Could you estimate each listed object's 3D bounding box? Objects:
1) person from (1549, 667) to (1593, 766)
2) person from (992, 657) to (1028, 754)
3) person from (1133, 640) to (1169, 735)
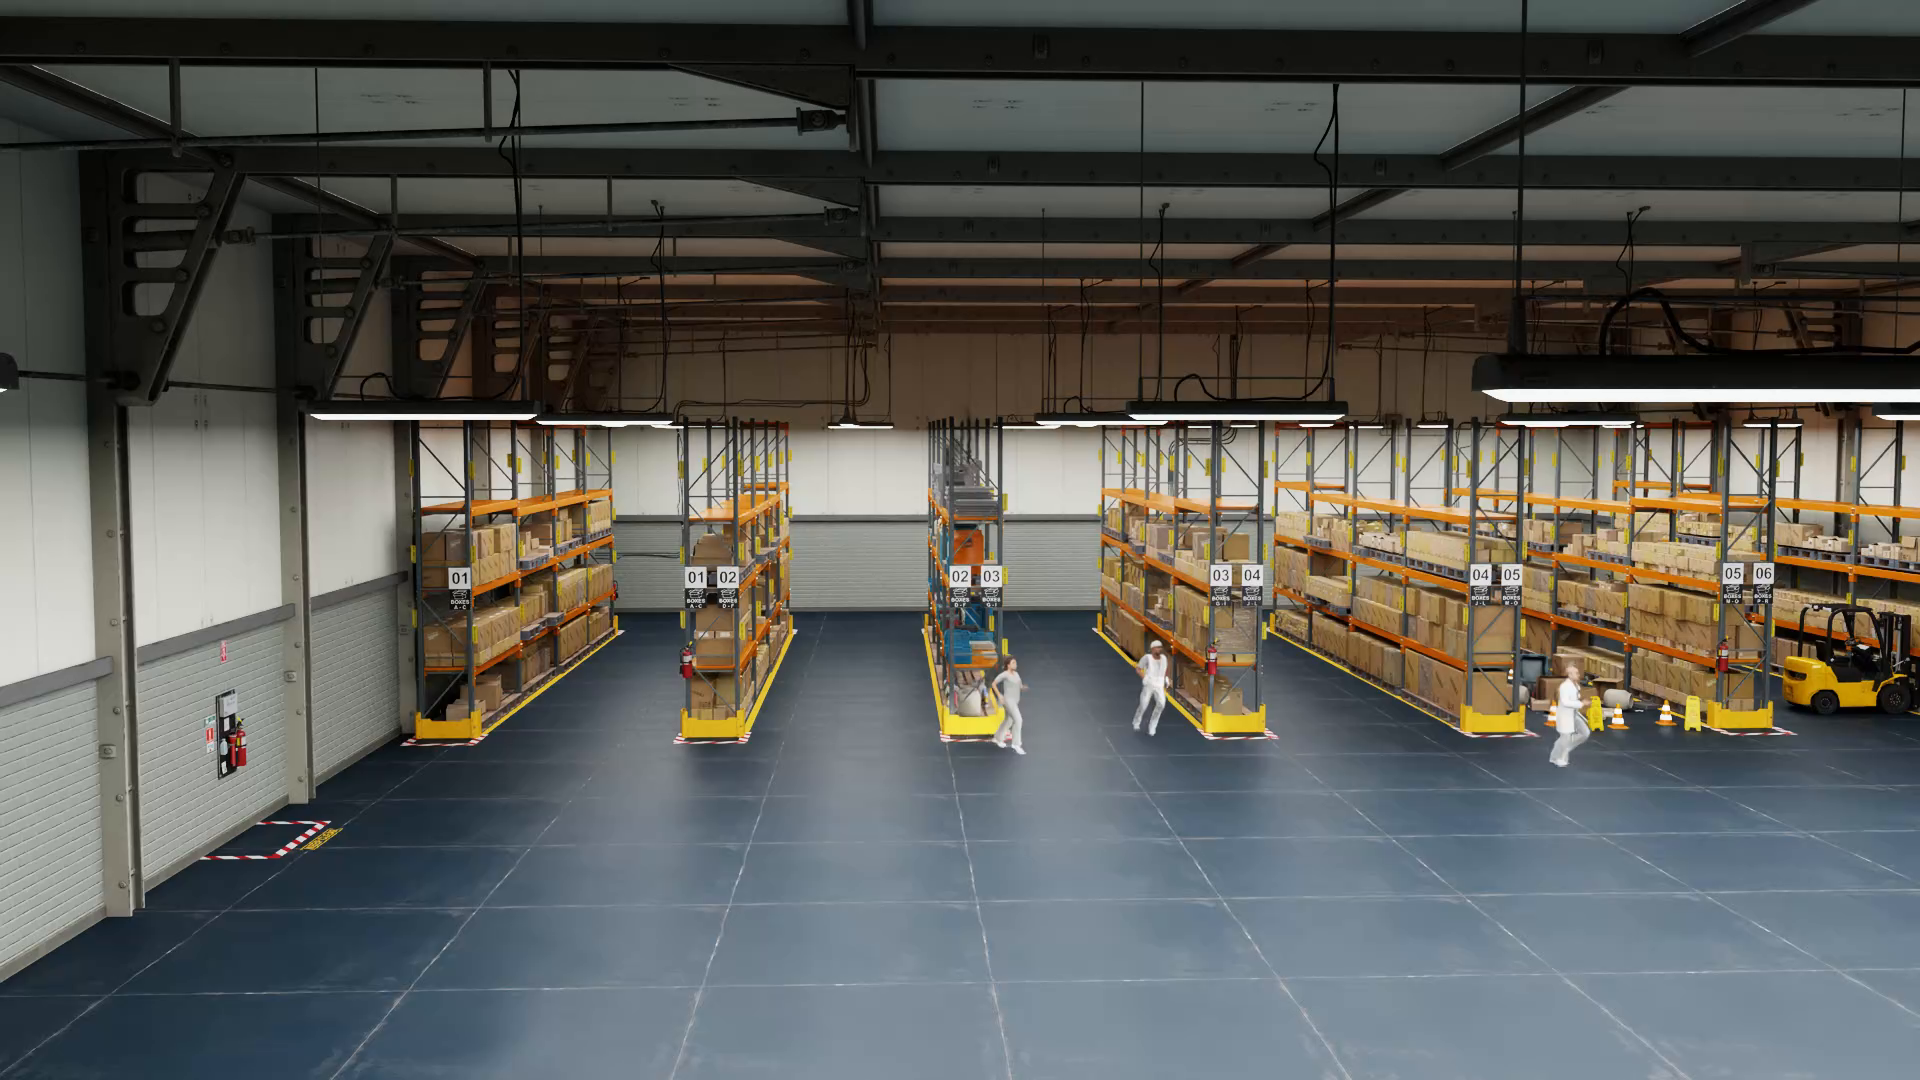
[{"bbox_3d":[10.382,3.000,28.256,0.759,1.726,0.794,-4,5,-45],"label":"person"},{"bbox_3d":[0.884,2.936,29.728,0.771,1.715,0.535,2,4,31],"label":"person"},{"bbox_3d":[3.683,2.795,31.586,0.745,1.789,0.674,-1,4,-16],"label":"person"}]
